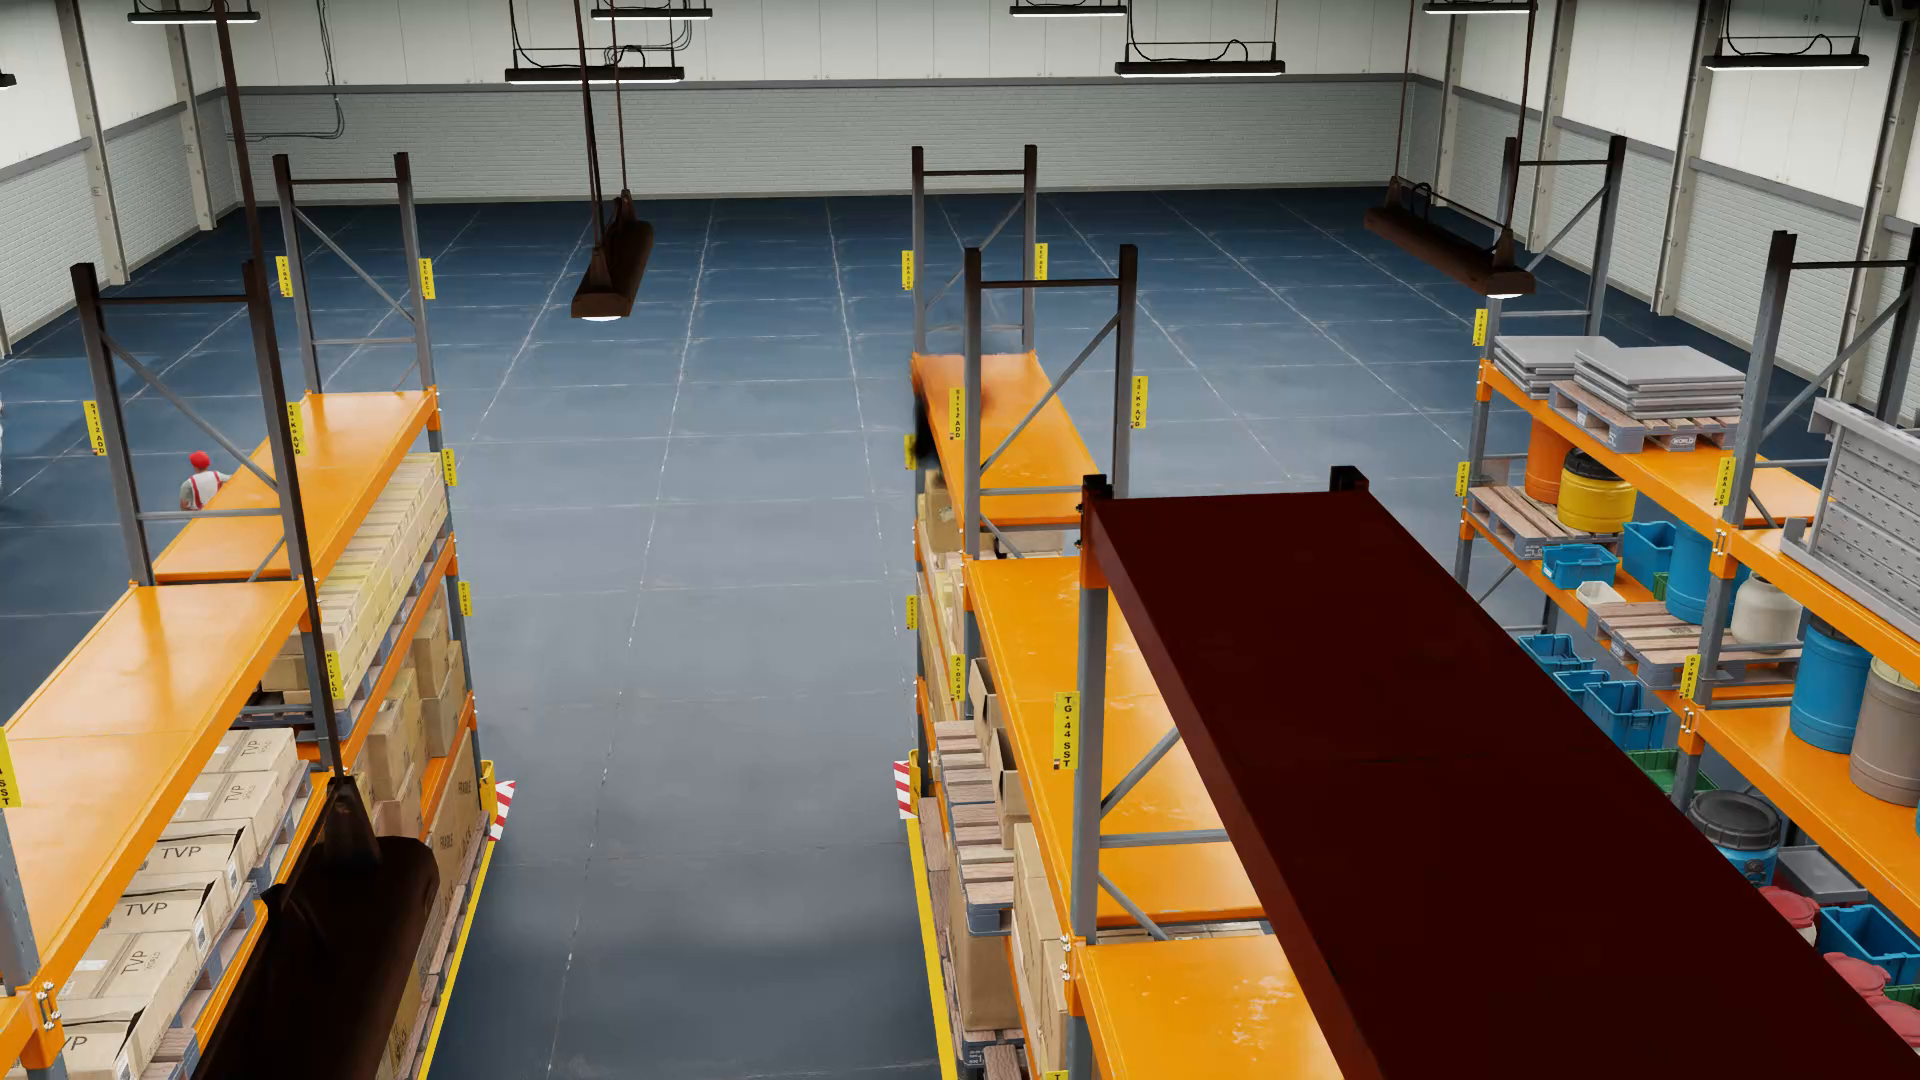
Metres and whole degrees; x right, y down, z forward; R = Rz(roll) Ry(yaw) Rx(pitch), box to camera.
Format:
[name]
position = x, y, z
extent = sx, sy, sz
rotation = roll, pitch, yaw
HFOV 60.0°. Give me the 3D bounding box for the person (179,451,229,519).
[person]
position = -8.867, -0.199, 19.714
extent = 0.660, 1.779, 0.942
rotation = -20, 29, -41
